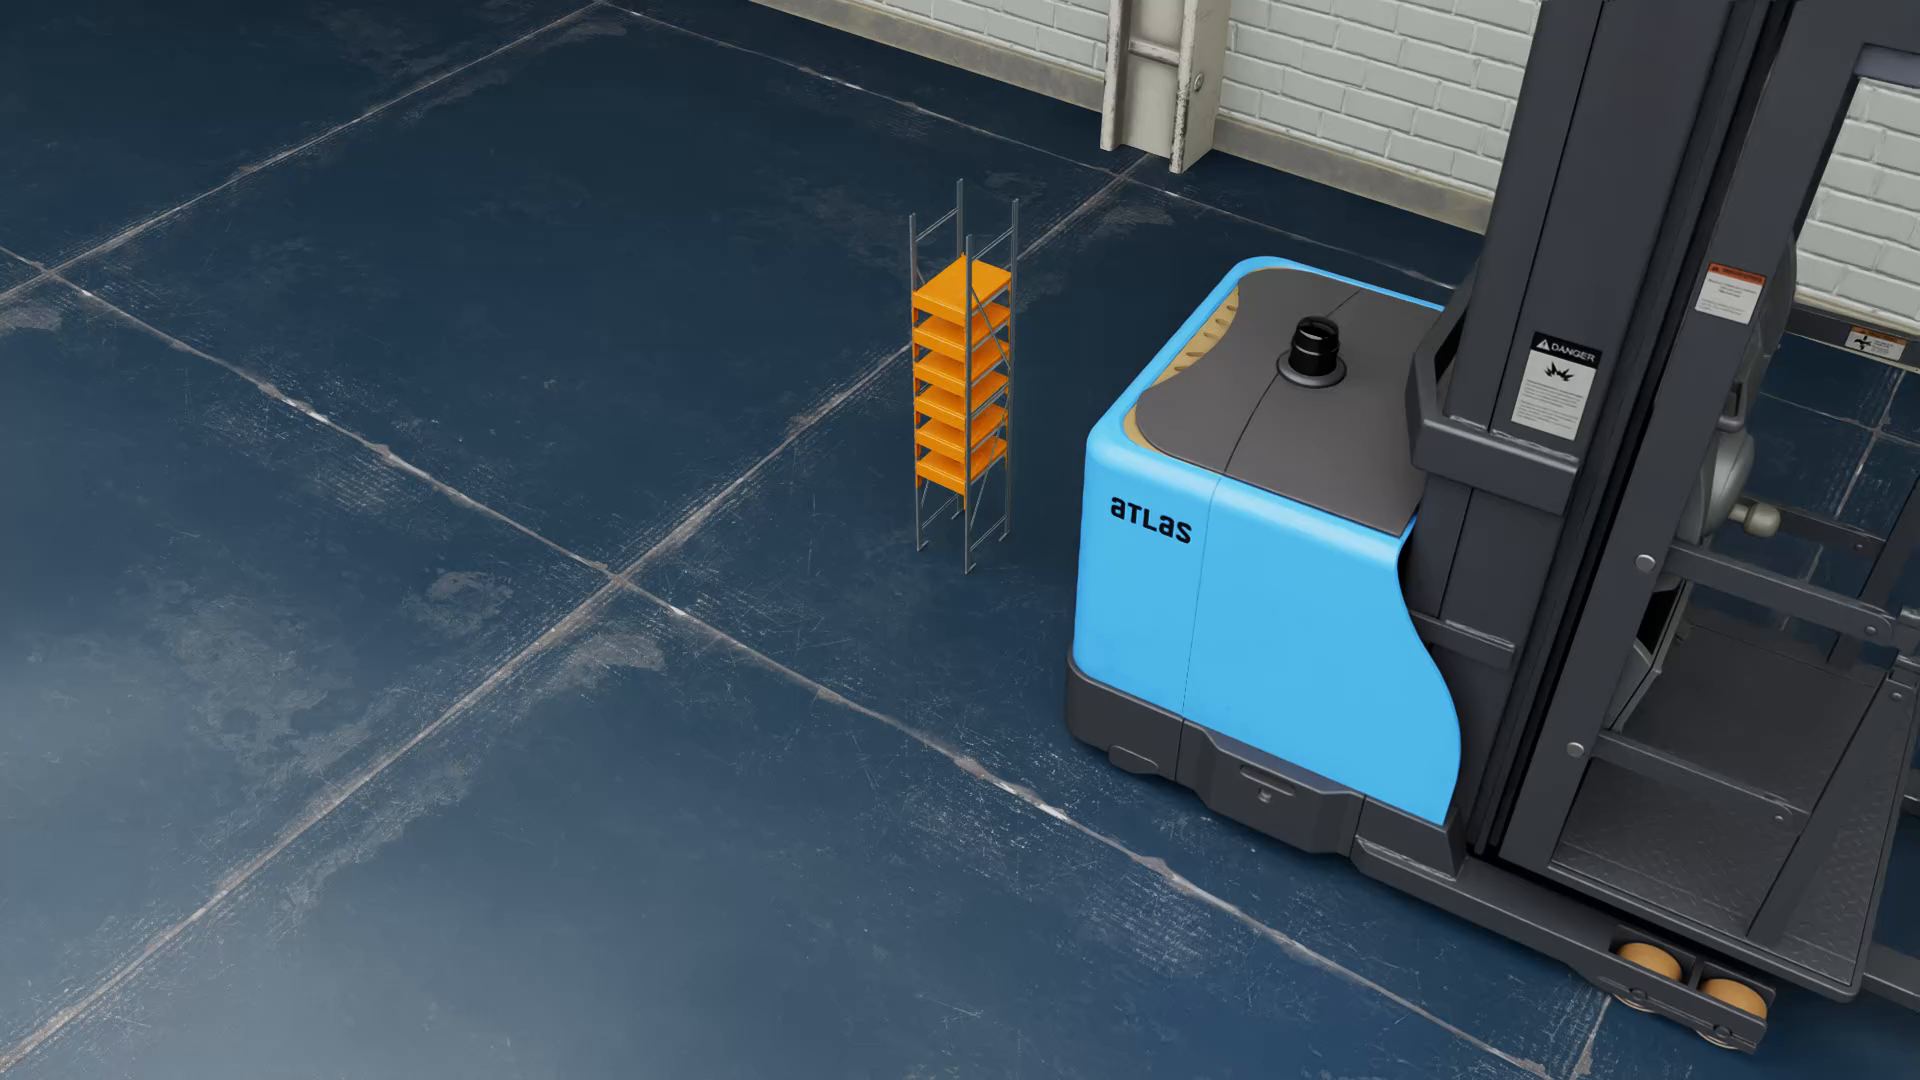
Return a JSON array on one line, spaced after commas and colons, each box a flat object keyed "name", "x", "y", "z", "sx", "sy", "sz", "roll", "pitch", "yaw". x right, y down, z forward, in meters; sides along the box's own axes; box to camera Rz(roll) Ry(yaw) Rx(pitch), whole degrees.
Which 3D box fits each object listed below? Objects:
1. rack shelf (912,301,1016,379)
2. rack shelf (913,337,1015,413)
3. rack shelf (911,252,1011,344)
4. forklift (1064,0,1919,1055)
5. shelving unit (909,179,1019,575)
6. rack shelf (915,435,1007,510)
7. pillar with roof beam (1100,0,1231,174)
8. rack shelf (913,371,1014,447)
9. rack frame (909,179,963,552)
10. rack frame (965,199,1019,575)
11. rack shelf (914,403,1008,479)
[{"name": "rack shelf", "x": 0.012, "y": -0.587, "z": 4.713, "sx": 0.180, "sy": 0.103, "sz": 0.258, "roll": 25, "pitch": 48, "yaw": 25}, {"name": "rack shelf", "x": 0.012, "y": -0.498, "z": 4.793, "sx": 0.180, "sy": 0.103, "sz": 0.258, "roll": 25, "pitch": 48, "yaw": 25}, {"name": "rack shelf", "x": 0.012, "y": -0.677, "z": 4.633, "sx": 0.180, "sy": 0.103, "sz": 0.258, "roll": 25, "pitch": 48, "yaw": 25}, {"name": "forklift", "x": 1.815, "y": -0.306, "z": 3.394, "sx": 3.031, "sy": 2.935, "sz": 1.130, "roll": 22, "pitch": 46, "yaw": 23}, {"name": "shelving unit", "x": 0.012, "y": -0.442, "z": 4.844, "sx": 0.189, "sy": 1.200, "sz": 0.258, "roll": 25, "pitch": 48, "yaw": 25}, {"name": "rack shelf", "x": 0.012, "y": -0.230, "z": 5.033, "sx": 0.180, "sy": 0.103, "sz": 0.258, "roll": 25, "pitch": 48, "yaw": 25}, {"name": "pillar with roof beam", "x": -1.624, "y": -2.694, "z": 1.513, "sx": 0.400, "sy": 9.000, "sz": 9.100, "roll": 25, "pitch": 48, "yaw": 25}, {"name": "rack shelf", "x": 0.012, "y": -0.408, "z": 4.873, "sx": 0.180, "sy": 0.103, "sz": 0.258, "roll": 25, "pitch": 48, "yaw": 25}, {"name": "rack frame", "x": -0.063, "y": -0.477, "z": 4.883, "sx": 0.006, "sy": 1.200, "sz": 0.240, "roll": 25, "pitch": 48, "yaw": 25}, {"name": "rack frame", "x": 0.087, "y": -0.407, "z": 4.805, "sx": 0.006, "sy": 1.200, "sz": 0.240, "roll": 25, "pitch": 48, "yaw": 25}, {"name": "rack shelf", "x": 0.012, "y": -0.319, "z": 4.953, "sx": 0.180, "sy": 0.103, "sz": 0.258, "roll": 25, "pitch": 48, "yaw": 25}]
